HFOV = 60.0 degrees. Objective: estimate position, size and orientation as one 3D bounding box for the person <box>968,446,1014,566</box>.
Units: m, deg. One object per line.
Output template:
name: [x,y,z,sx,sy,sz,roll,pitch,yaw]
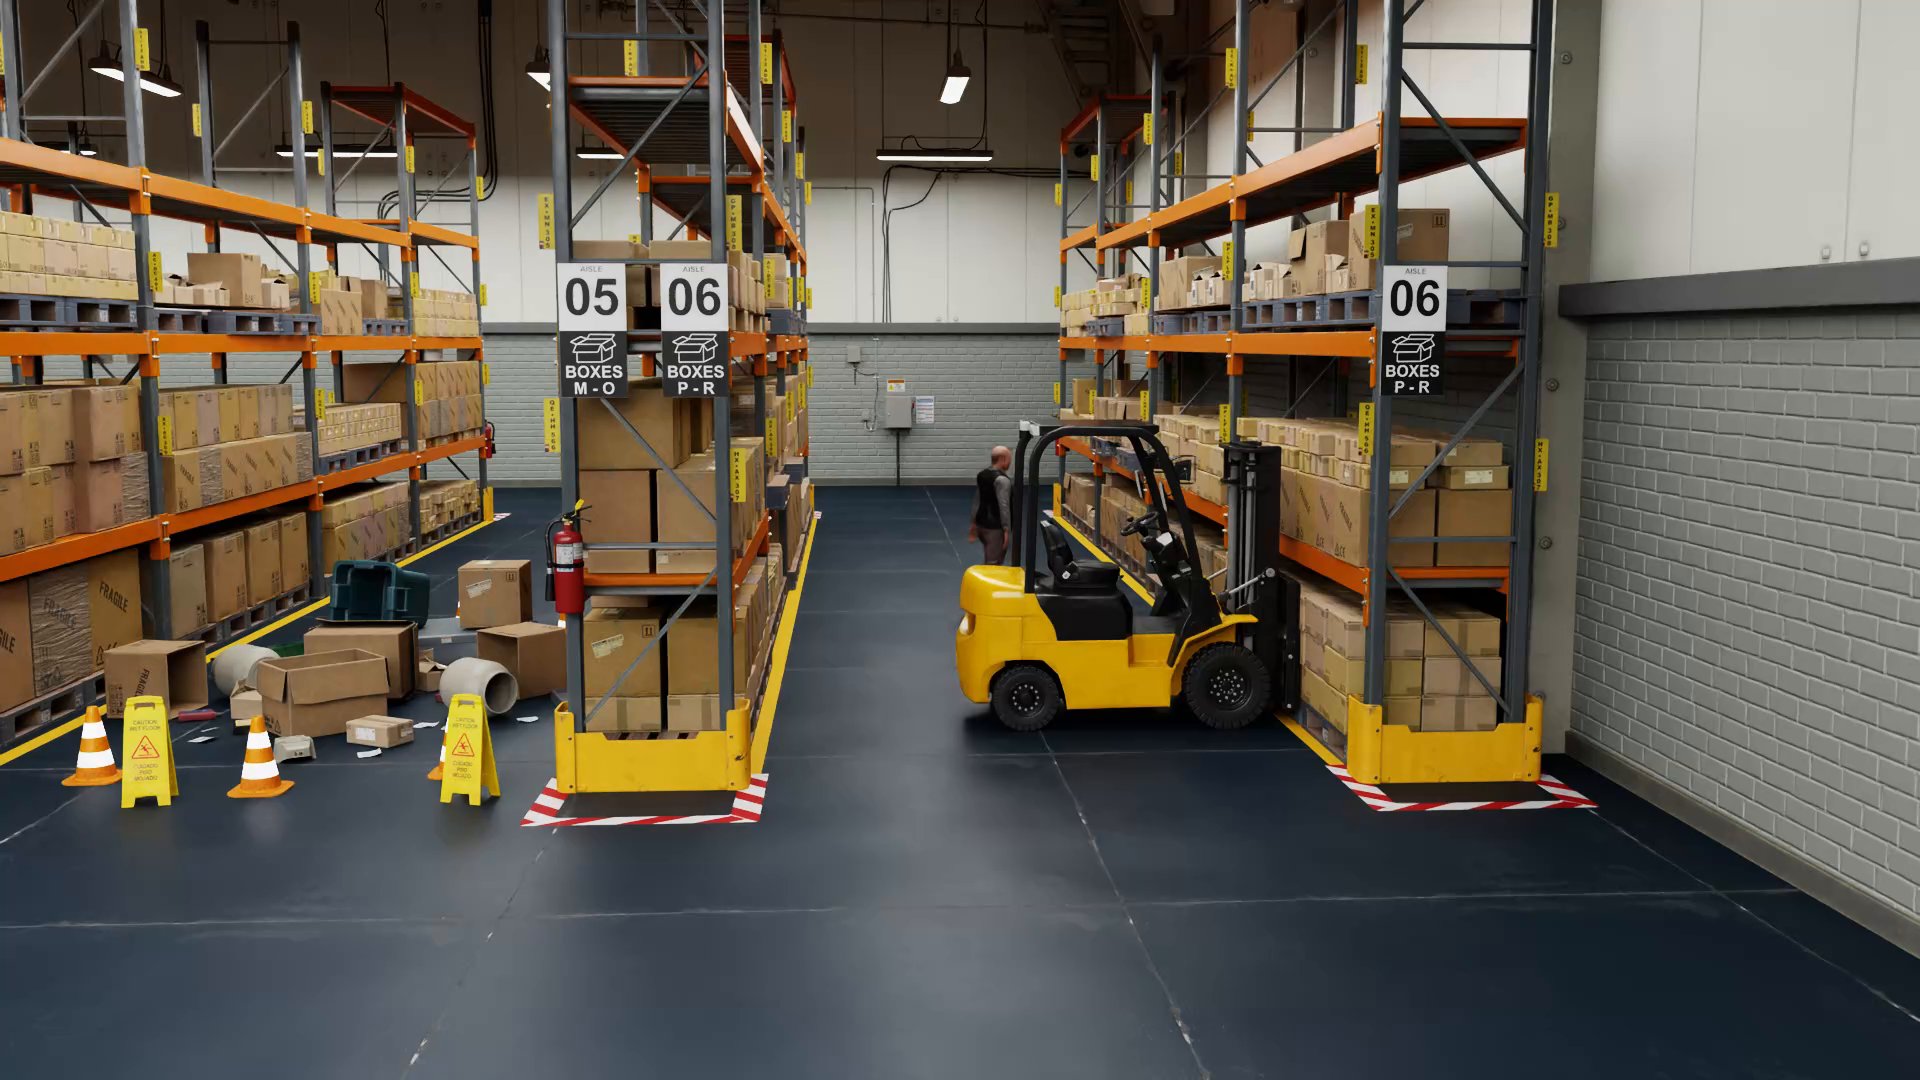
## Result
person: [0.340,-0.084,16.568,0.681,1.708,0.669,-3,7,-25]
